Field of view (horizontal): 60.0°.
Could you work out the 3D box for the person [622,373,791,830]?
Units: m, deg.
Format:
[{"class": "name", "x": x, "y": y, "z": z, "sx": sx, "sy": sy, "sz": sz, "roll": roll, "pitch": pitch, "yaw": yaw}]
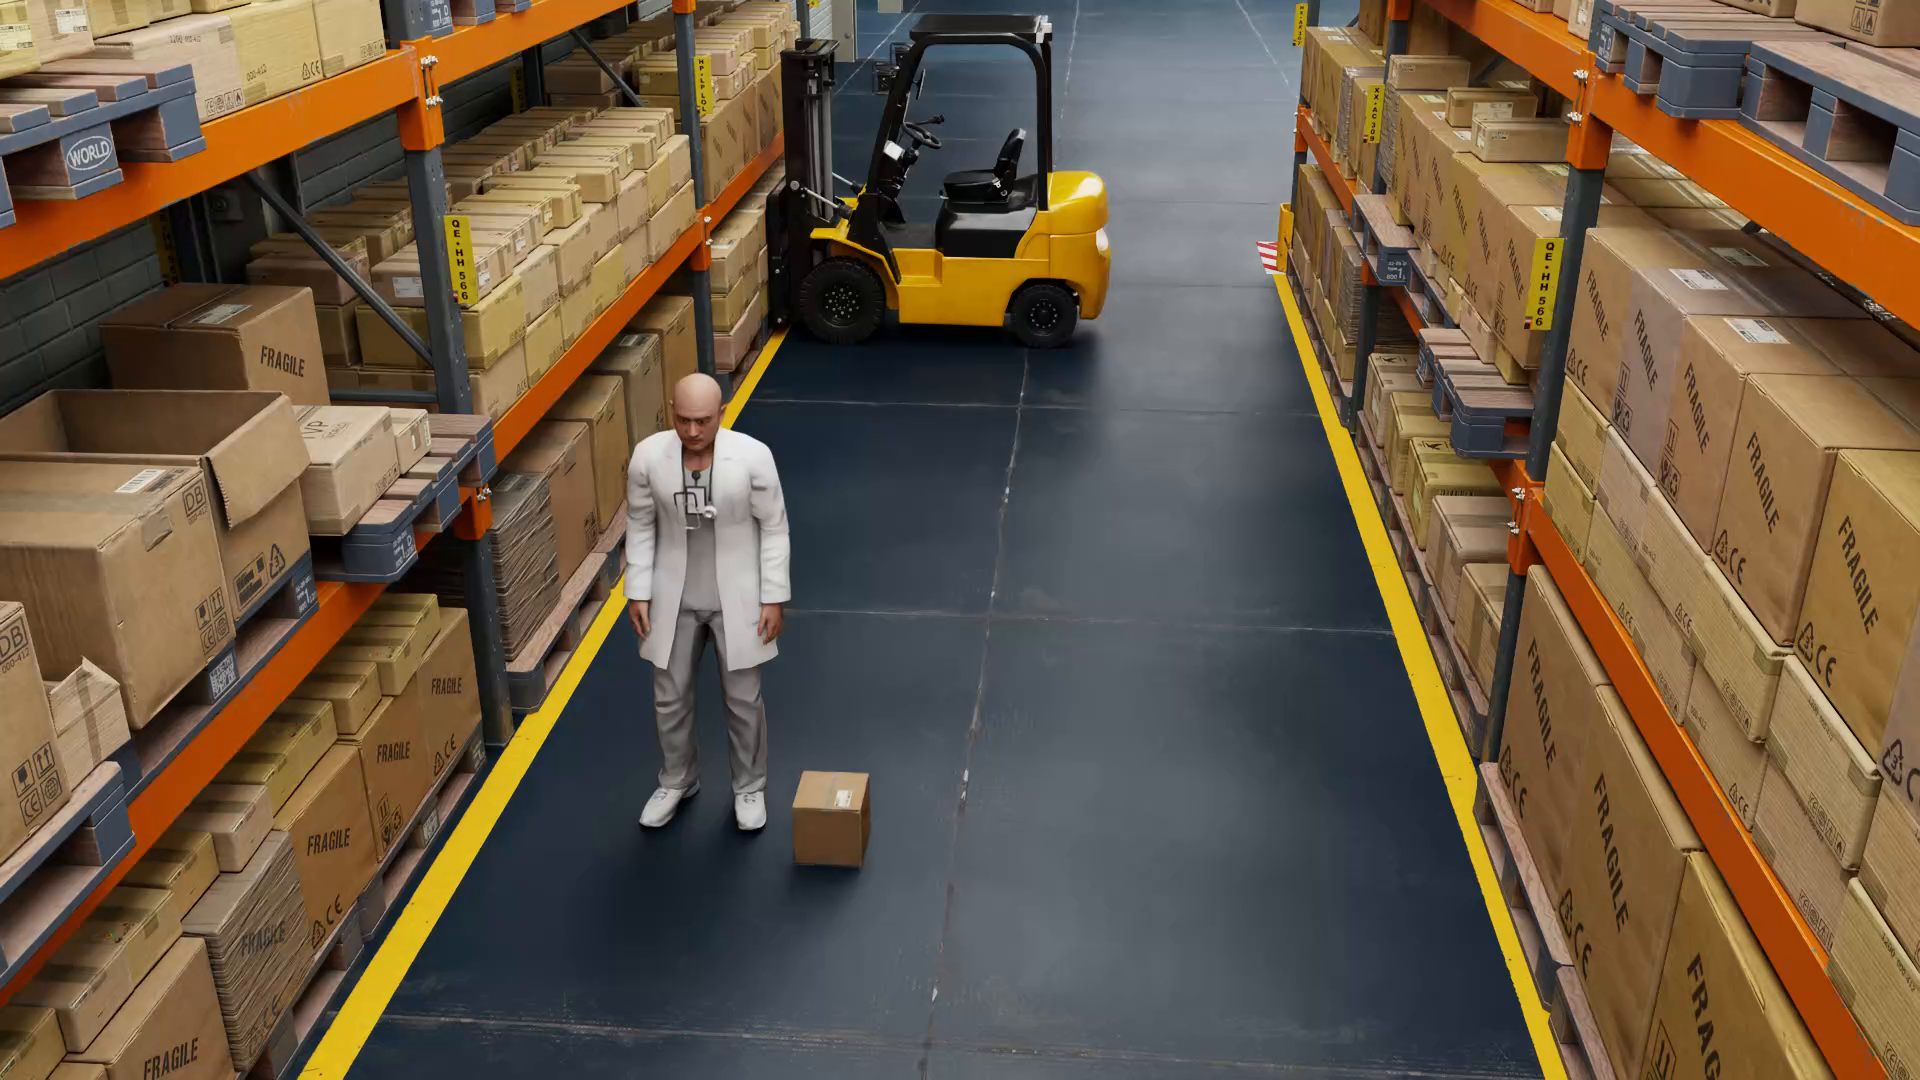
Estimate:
[{"class": "person", "x": -0.933, "y": 0.224, "z": 6.123, "sx": 0.611, "sy": 1.774, "sz": 0.426, "roll": 1, "pitch": 24, "yaw": 3}]
